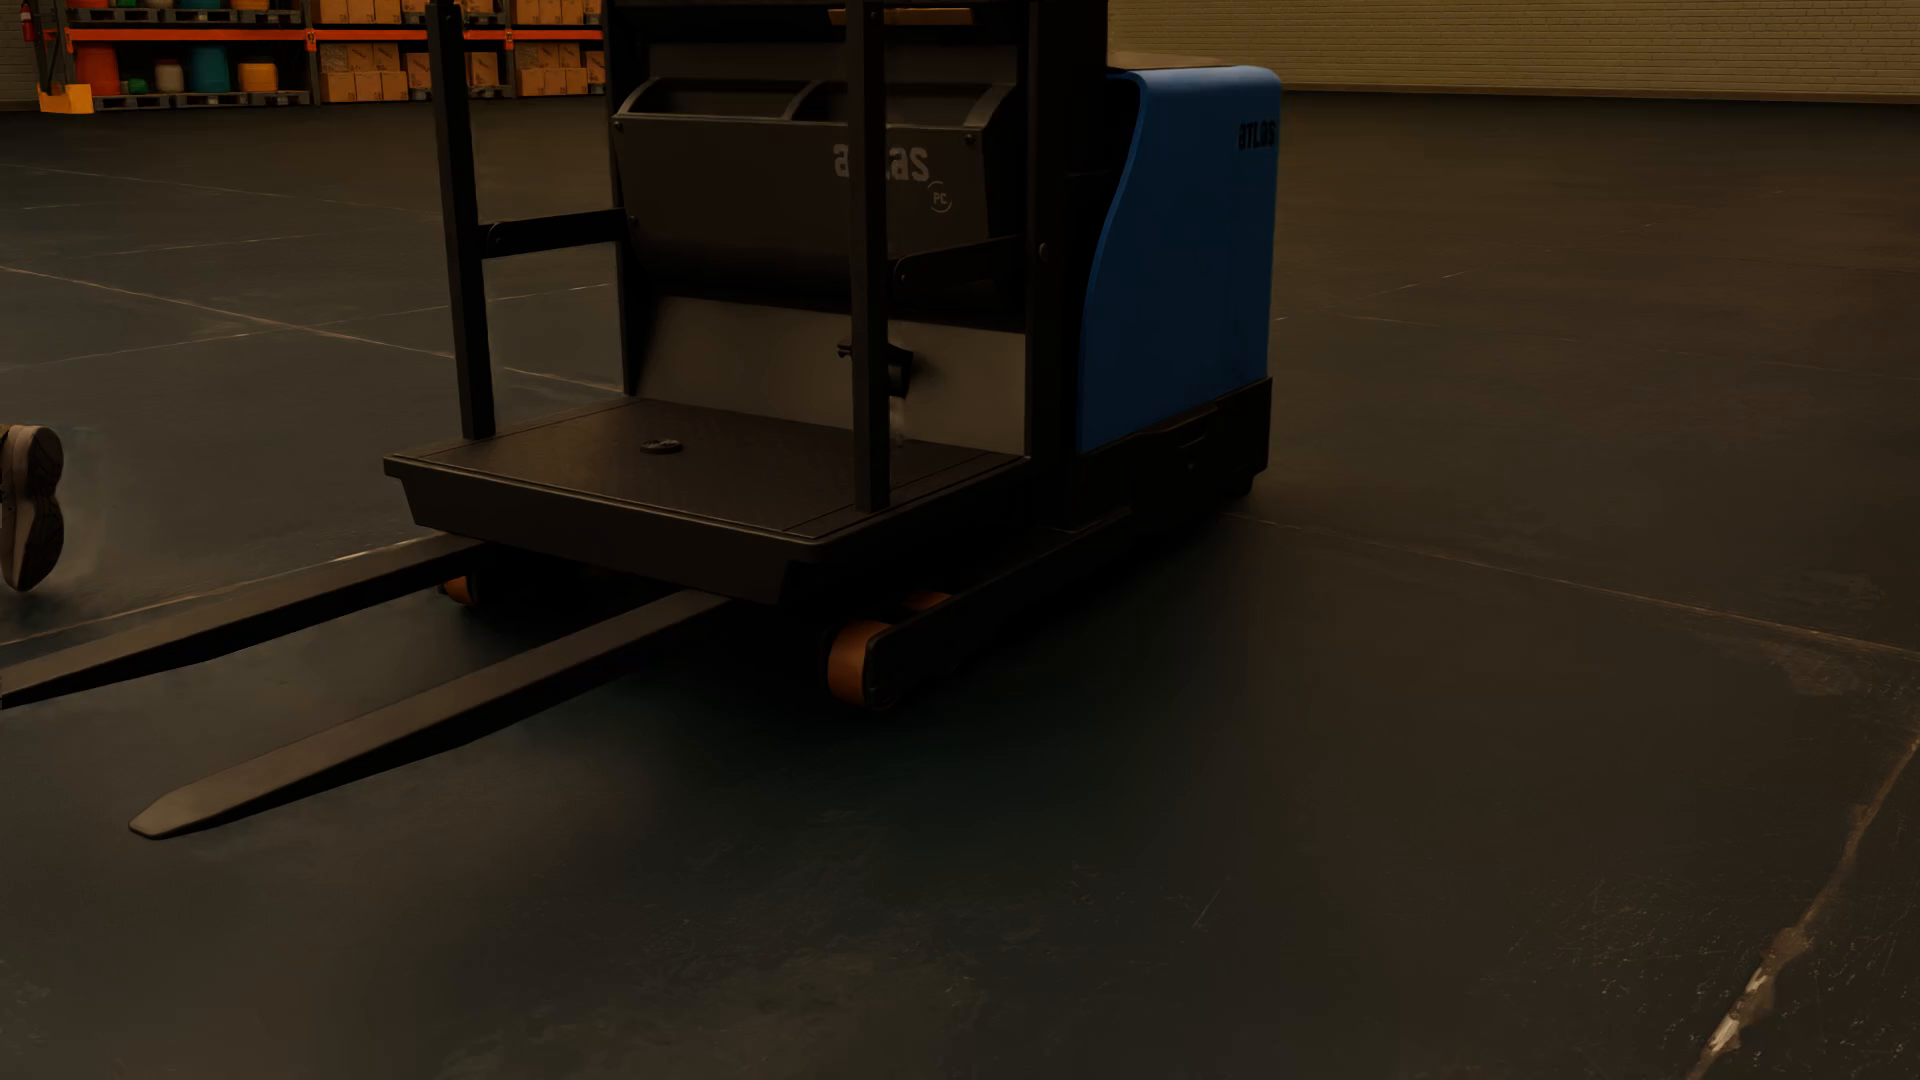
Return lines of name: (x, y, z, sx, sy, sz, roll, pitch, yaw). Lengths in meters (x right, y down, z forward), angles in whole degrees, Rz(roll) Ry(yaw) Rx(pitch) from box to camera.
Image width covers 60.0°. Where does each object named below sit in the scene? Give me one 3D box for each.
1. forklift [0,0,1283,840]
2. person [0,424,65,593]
forklift: (-0.422, -1.254, 3.026, 1.130, 2.935, 3.031, 11, 20, 31)
person: (-2.266, -0.550, 3.174, 0.864, 1.552, 0.712, -8, 19, -26)
